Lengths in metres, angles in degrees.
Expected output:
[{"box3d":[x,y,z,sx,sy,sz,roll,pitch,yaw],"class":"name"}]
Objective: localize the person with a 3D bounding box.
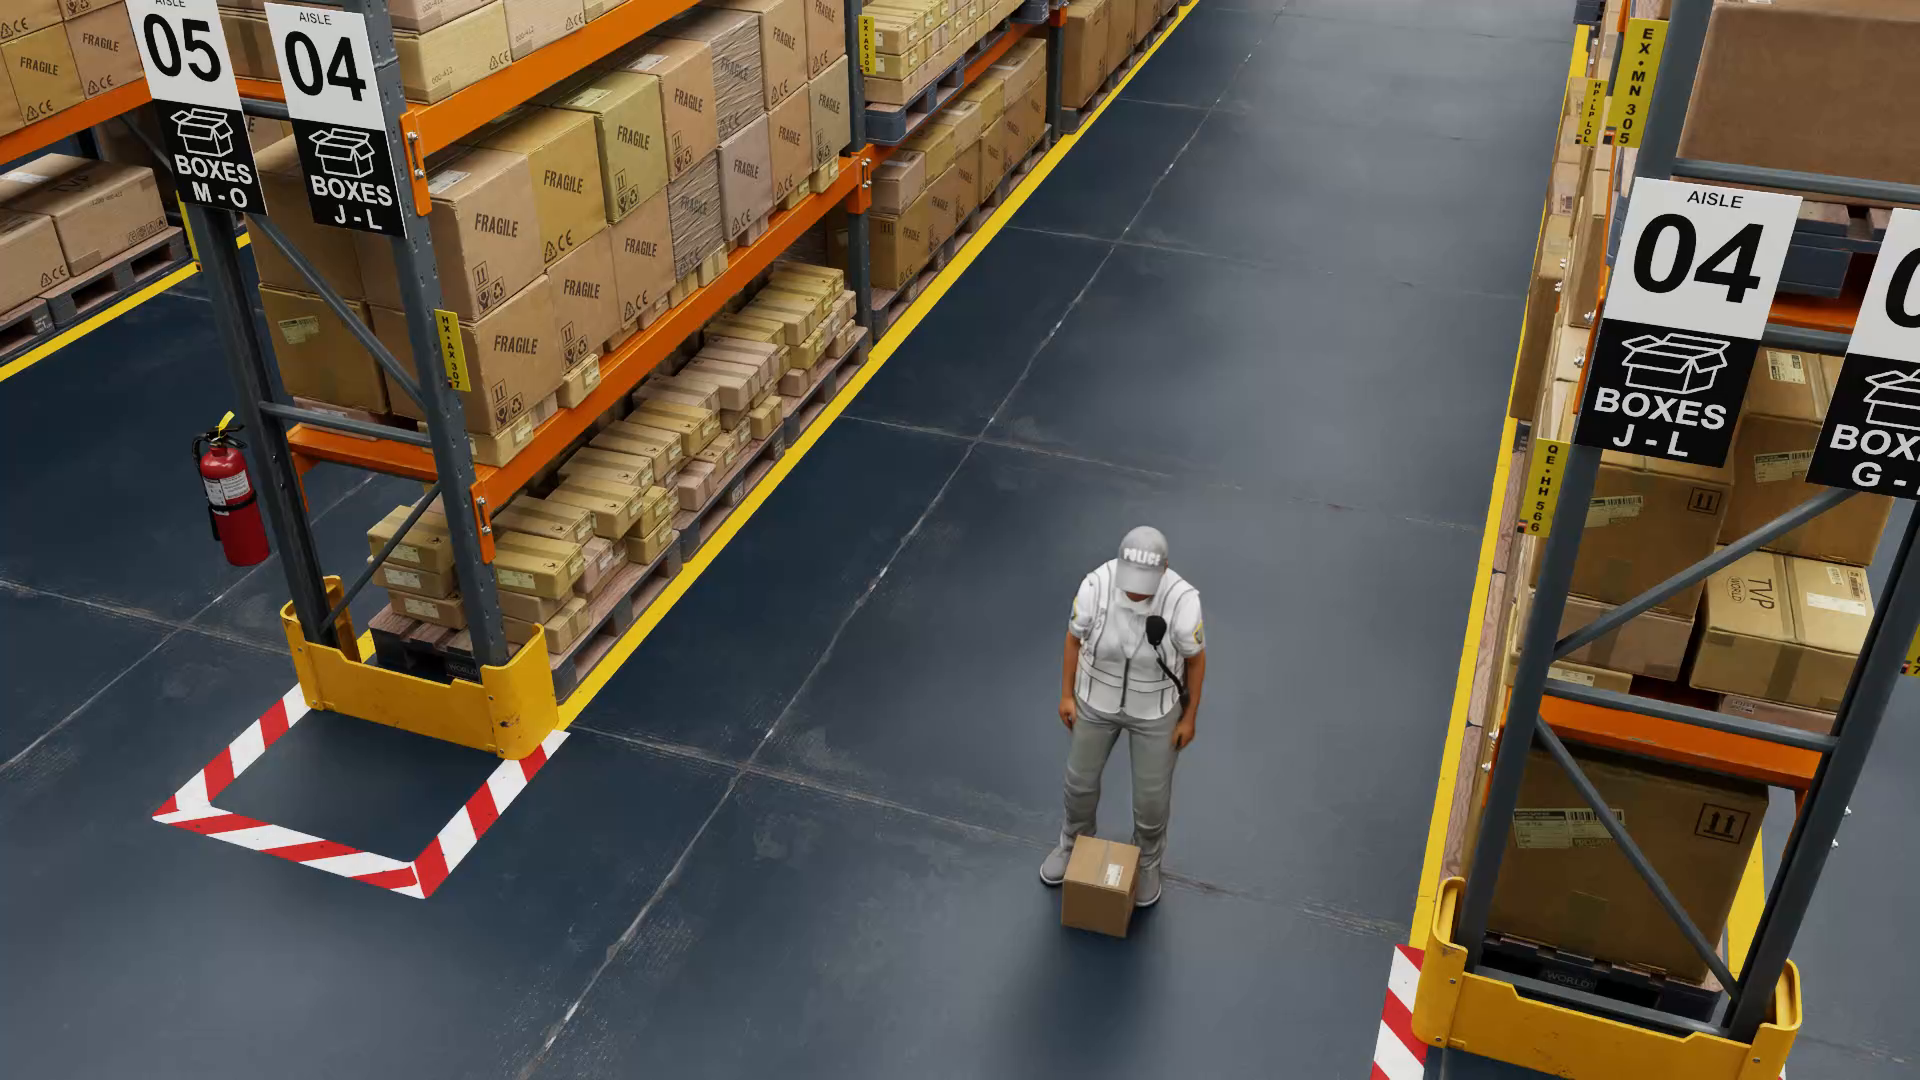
[{"box3d":[0.611,0.628,6.185,0.552,1.664,0.468,9,35,14],"class":"person"}]
